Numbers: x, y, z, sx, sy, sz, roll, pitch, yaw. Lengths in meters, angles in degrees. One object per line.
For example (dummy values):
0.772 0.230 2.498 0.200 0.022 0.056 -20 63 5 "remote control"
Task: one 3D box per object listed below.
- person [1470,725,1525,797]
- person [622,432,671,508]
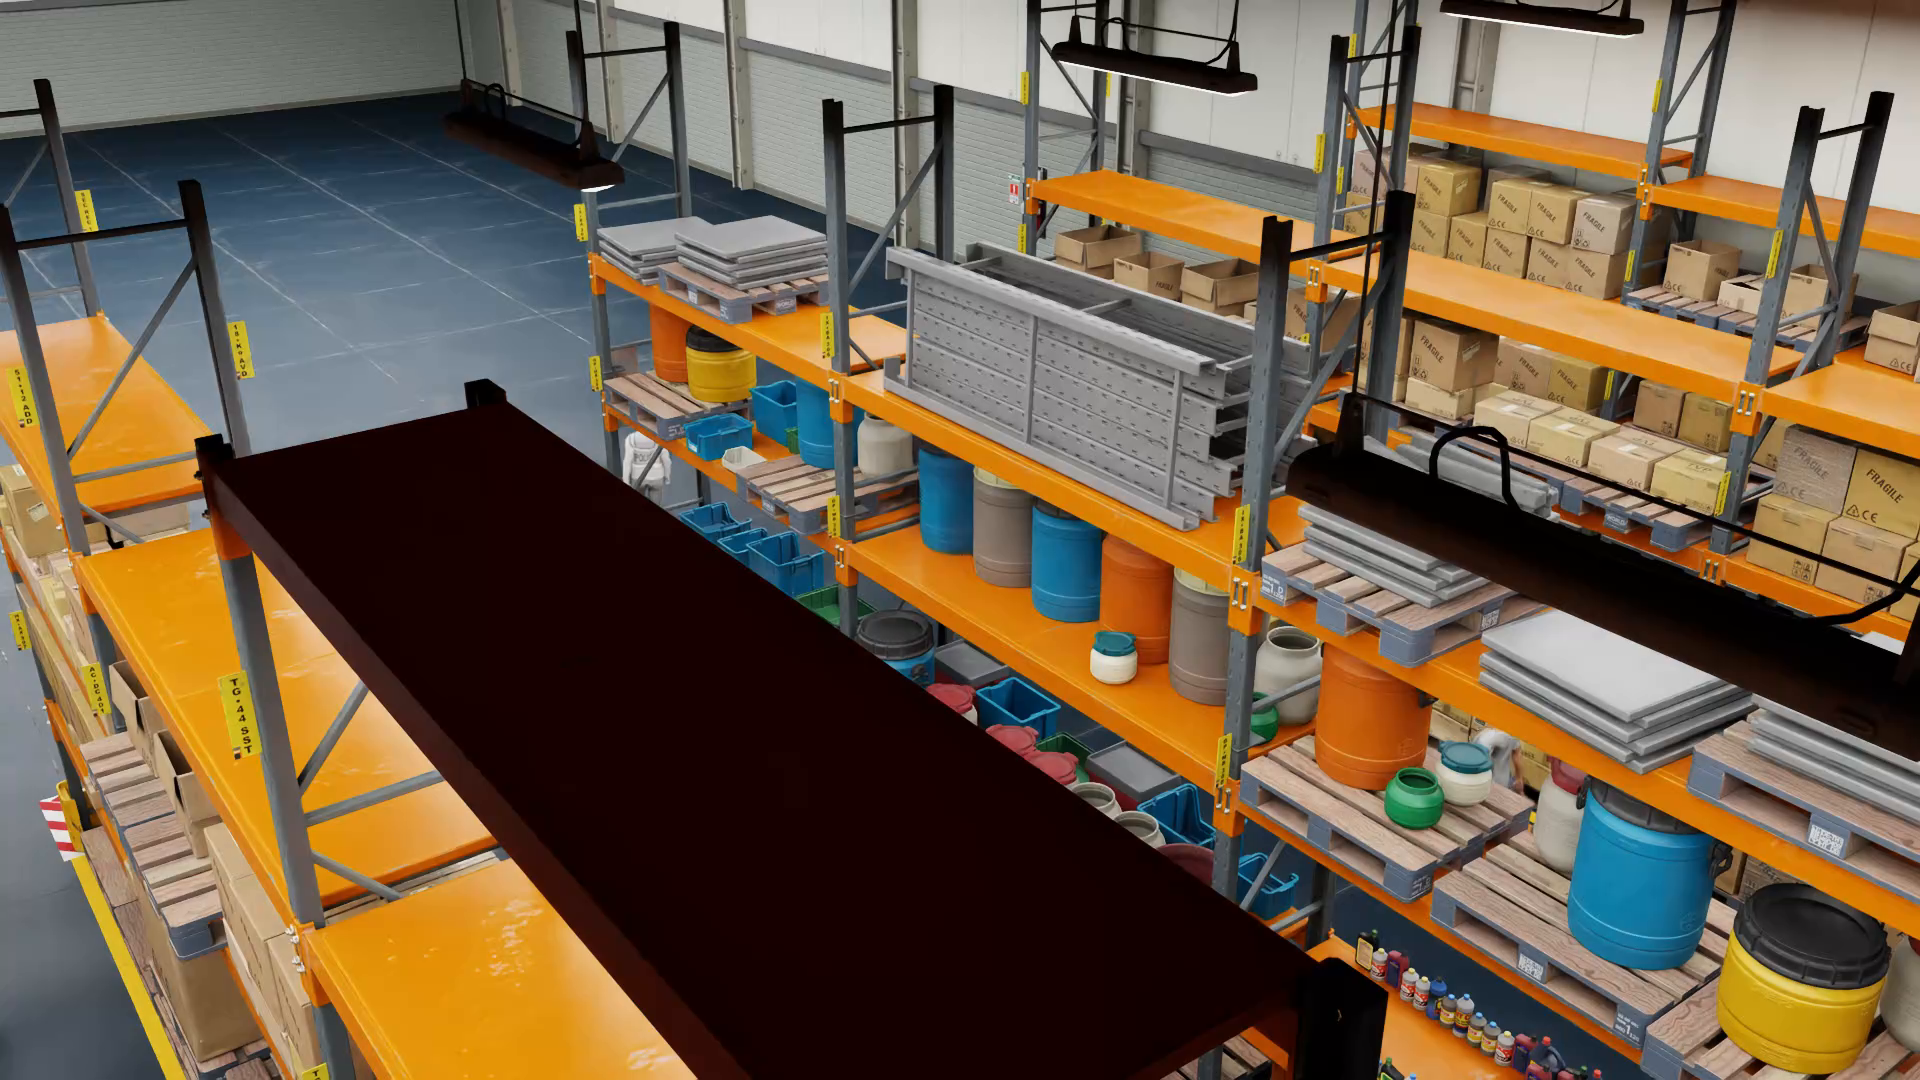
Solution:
3.974 1.809 12.605 1.079 1.535 0.504 22 33 39 "person"
-3.491 -0.721 18.566 0.598 1.666 0.710 -1 25 -1 "person"
